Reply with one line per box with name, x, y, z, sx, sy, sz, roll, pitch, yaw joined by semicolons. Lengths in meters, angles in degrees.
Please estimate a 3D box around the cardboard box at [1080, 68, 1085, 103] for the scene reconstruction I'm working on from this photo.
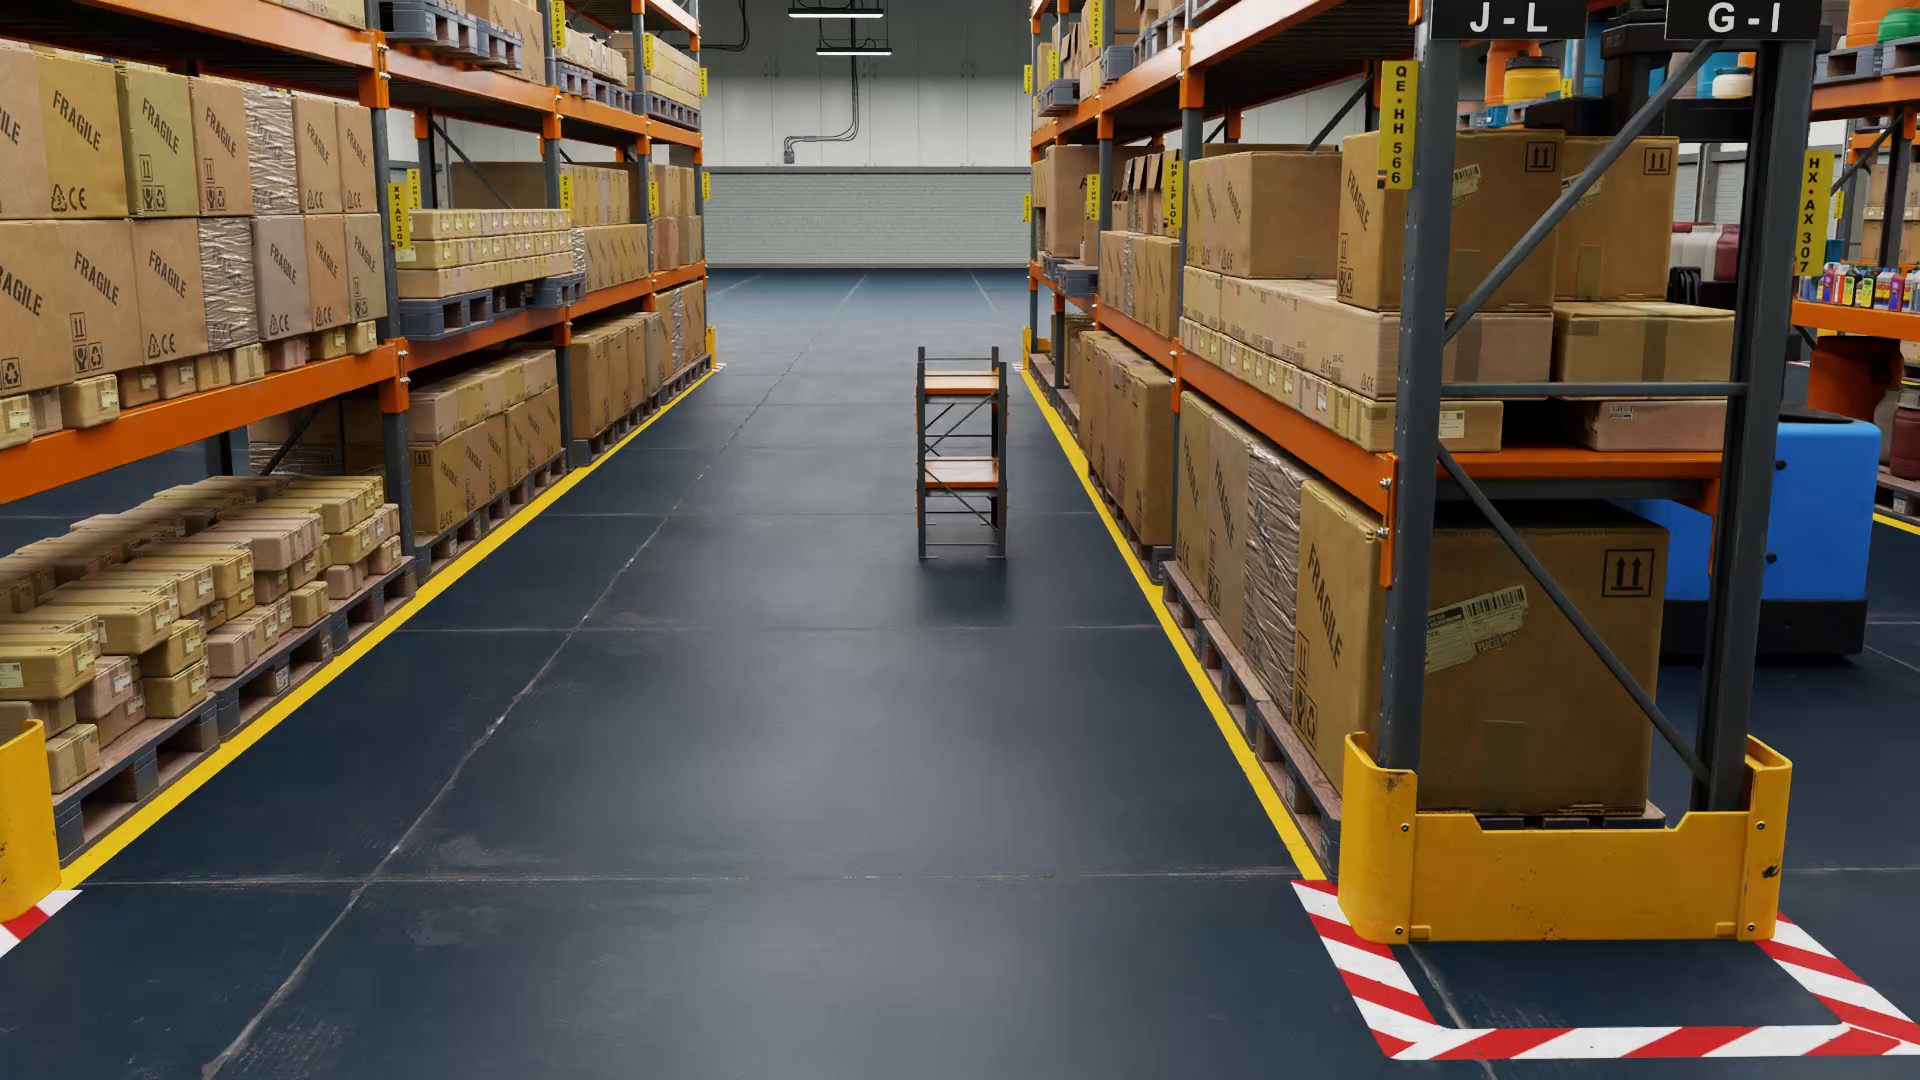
cardboard box;1.237;-3.677;13.473;0.500;0.250;0.500;0;11;0

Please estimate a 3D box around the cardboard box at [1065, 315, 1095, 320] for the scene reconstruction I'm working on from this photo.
cardboard box;1.401;-2.317;19.166;0.500;0.500;0.500;3;12;14

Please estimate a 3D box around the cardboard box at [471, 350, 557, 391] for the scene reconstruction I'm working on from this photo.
cardboard box;-3.162;-1.202;11.784;0.500;0.250;0.500;-1;11;-2

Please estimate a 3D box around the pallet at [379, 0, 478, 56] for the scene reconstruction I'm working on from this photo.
pallet;-3.261;-2.695;8.724;1.213;0.211;1.003;0;11;-1

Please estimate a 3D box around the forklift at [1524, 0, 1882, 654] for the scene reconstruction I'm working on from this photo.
forklift;3.482;-1.170;8.456;1.130;2.935;3.031;0;11;1

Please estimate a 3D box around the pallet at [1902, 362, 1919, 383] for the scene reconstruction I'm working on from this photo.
pallet;11.342;-1.859;18.690;1.003;0.211;1.213;0;11;-1

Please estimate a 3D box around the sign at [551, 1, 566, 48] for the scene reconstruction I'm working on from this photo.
sign;-2.895;-3.714;11.976;0.100;0.325;0.005;0;11;-1

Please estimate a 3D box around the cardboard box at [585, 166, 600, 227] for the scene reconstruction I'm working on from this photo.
cardboard box;-3.473;-2.921;14.146;0.700;0.500;0.500;0;11;-2

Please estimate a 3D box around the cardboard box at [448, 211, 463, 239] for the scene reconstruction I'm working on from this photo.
cardboard box;-2.915;-1.703;8.989;0.380;0.149;0.250;0;11;0

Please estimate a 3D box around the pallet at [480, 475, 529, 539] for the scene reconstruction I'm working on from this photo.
pallet;-3.401;-0.225;10.635;1.003;0.211;1.213;0;11;-1

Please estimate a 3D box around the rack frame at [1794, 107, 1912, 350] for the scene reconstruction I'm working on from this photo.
rack frame;6.475;-2.009;12.418;1.000;3.000;0.127;0;11;-1

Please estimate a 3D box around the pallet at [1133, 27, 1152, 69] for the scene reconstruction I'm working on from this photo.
pallet;1.616;-3.016;10.313;1.003;0.211;1.213;0;11;1

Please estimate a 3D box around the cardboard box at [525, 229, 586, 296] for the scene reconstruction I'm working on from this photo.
cardboard box;-3.177;-2.128;12.752;0.500;0.500;0.500;0;11;-1

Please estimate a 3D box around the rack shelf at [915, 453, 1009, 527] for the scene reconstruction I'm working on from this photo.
rack shelf;0.000;-0.310;9.989;0.538;0.278;1.000;0;11;-1

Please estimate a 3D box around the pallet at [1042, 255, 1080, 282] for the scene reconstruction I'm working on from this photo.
pallet;1.311;-2.537;15.504;1.003;0.211;1.213;0;11;-1

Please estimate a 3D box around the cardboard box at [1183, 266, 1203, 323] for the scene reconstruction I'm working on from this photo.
cardboard box;1.354;-1.171;7.918;0.500;0.250;0.500;0;11;-2

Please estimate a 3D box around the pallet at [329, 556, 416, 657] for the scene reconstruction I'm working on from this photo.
pallet;-3.306;0.307;8.017;1.003;0.211;1.213;0;11;-1

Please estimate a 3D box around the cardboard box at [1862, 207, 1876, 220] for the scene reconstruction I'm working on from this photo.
cardboard box;11.055;-3.907;19.890;0.380;0.149;0.250;0;11;-2

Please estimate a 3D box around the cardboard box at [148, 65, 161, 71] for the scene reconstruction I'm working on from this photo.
cardboard box;-8.179;-4.649;16.512;0.380;0.149;0.250;-1;11;-3

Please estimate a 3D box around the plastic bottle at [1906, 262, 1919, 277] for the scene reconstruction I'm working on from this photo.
plastic bottle;6.910;-1.873;12.042;0.061;0.283;0.133;0;11;-1

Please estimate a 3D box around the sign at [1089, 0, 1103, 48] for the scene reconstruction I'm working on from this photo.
sign;0.981;-3.710;11.959;0.100;0.325;0.005;0;11;-1

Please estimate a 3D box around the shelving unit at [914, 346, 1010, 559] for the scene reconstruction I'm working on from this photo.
shelving unit;0.000;-0.550;9.941;0.538;1.125;1.048;0;11;-1

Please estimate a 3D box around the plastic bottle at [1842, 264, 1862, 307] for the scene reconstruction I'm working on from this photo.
plastic bottle;6.127;-1.746;11.413;0.061;0.283;0.133;0;11;-1

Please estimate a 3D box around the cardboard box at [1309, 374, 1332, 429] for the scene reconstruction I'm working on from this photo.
cardboard box;1.341;-0.447;5.348;0.380;0.149;0.250;0;11;-1

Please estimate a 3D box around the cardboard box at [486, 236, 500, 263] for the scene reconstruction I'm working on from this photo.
cardboard box;-2.930;-1.710;9.772;0.380;0.149;0.250;0;11;1

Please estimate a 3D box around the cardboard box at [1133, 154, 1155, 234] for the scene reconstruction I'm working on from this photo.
cardboard box;1.533;-2.254;10.853;0.797;0.503;0.637;0;11;0

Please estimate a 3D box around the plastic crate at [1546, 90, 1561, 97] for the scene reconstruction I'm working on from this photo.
plastic crate;6.650;-4.684;18.098;0.392;0.384;0.575;0;11;-1

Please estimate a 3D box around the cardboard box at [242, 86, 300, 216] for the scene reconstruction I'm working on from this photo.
cardboard box;-3.063;-1.581;6.795;0.500;0.500;0.500;0;11;0

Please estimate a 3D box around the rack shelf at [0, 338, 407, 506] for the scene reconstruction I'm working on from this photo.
rack shelf;-3.314;-0.443;6.509;1.077;0.370;4.000;0;11;-1

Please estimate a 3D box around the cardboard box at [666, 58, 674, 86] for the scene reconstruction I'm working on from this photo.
cardboard box;-3.274;-4.880;17.344;0.500;0.250;0.500;0;11;-2

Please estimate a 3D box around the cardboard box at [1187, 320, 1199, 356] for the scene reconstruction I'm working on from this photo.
cardboard box;1.285;-0.958;7.869;0.380;0.149;0.250;-1;11;-3

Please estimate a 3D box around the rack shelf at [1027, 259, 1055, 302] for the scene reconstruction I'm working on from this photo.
rack shelf;1.399;-2.829;18.268;1.077;0.370;4.000;0;11;-1

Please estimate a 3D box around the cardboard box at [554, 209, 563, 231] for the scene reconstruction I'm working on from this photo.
cardboard box;-2.967;-2.217;11.523;0.380;0.149;0.250;0;11;-2

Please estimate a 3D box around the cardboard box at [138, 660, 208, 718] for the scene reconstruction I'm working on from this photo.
cardboard box;-2.958;0.535;5.990;0.380;0.149;0.250;0;11;0

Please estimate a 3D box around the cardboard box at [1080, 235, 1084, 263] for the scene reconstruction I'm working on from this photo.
cardboard box;1.219;-2.459;13.918;0.396;0.266;0.258;-1;11;-3

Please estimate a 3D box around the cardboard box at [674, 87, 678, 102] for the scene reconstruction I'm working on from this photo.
cardboard box;-3.220;-4.761;17.765;0.380;0.149;0.250;0;11;0

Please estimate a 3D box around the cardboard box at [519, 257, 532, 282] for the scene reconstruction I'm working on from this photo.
cardboard box;-2.947;-1.720;10.569;0.380;0.149;0.250;0;11;1

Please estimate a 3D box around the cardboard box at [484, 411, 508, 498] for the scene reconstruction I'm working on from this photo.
cardboard box;-3.142;-0.531;10.364;0.500;0.500;0.500;0;11;0

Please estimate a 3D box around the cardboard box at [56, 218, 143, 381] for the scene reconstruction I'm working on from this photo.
cardboard box;-3.042;-0.790;5.407;0.500;0.500;0.500;0;11;-1

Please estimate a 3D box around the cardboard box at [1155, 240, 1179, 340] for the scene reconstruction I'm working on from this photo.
cardboard box;1.323;-1.334;8.841;0.500;0.500;0.500;0;11;-1

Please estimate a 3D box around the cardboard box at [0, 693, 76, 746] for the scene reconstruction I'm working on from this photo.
cardboard box;-3.027;0.542;5.208;0.380;0.149;0.250;0;11;1

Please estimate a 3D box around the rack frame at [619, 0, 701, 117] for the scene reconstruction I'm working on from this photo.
rack frame;-3.603;-6.519;19.558;1.000;3.000;0.127;0;11;-1

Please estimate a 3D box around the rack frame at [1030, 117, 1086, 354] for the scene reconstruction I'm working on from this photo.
rack frame;1.358;-3.579;20.156;1.000;3.000;0.127;0;11;-1

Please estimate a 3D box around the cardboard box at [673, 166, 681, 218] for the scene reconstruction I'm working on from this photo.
cardboard box;-3.514;-3.782;18.063;0.875;0.550;0.500;0;11;-1

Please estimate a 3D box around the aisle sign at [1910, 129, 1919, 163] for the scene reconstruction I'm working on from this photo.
aisle sign;11.554;-4.907;20.165;0.394;0.787;0.004;0;11;-1

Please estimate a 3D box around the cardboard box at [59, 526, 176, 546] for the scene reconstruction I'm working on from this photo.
cardboard box;-3.514;0.037;6.948;0.380;0.149;0.250;-1;11;-4

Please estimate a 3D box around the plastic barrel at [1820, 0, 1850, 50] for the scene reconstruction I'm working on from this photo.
plastic barrel;6.675;-3.889;12.879;0.600;0.901;0.600;0;11;0

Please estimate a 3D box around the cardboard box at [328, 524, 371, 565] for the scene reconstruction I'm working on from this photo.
cardboard box;-2.990;0.020;7.780;0.380;0.149;0.250;-1;11;-3

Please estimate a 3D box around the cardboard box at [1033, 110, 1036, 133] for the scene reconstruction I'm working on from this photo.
cardboard box;1.109;-4.879;19.396;0.500;0.250;0.500;0;11;1

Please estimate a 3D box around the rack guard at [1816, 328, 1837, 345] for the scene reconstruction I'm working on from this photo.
rack guard;11.262;-2.399;20.625;1.175;0.500;0.348;0;11;-1

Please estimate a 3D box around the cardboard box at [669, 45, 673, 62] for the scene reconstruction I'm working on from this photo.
cardboard box;-3.216;-5.103;17.442;0.380;0.149;0.250;0;11;-1

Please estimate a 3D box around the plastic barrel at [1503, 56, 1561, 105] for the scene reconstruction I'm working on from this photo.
plastic barrel;6.460;-5.141;18.783;0.600;0.588;0.600;0;11;0

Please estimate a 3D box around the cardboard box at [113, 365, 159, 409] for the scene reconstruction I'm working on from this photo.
cardboard box;-3.074;-0.550;5.857;0.380;0.149;0.250;0;11;-2

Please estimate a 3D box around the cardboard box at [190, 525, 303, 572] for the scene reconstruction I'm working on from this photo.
cardboard box;-2.987;0.035;6.960;0.380;0.149;0.250;-1;11;-3
